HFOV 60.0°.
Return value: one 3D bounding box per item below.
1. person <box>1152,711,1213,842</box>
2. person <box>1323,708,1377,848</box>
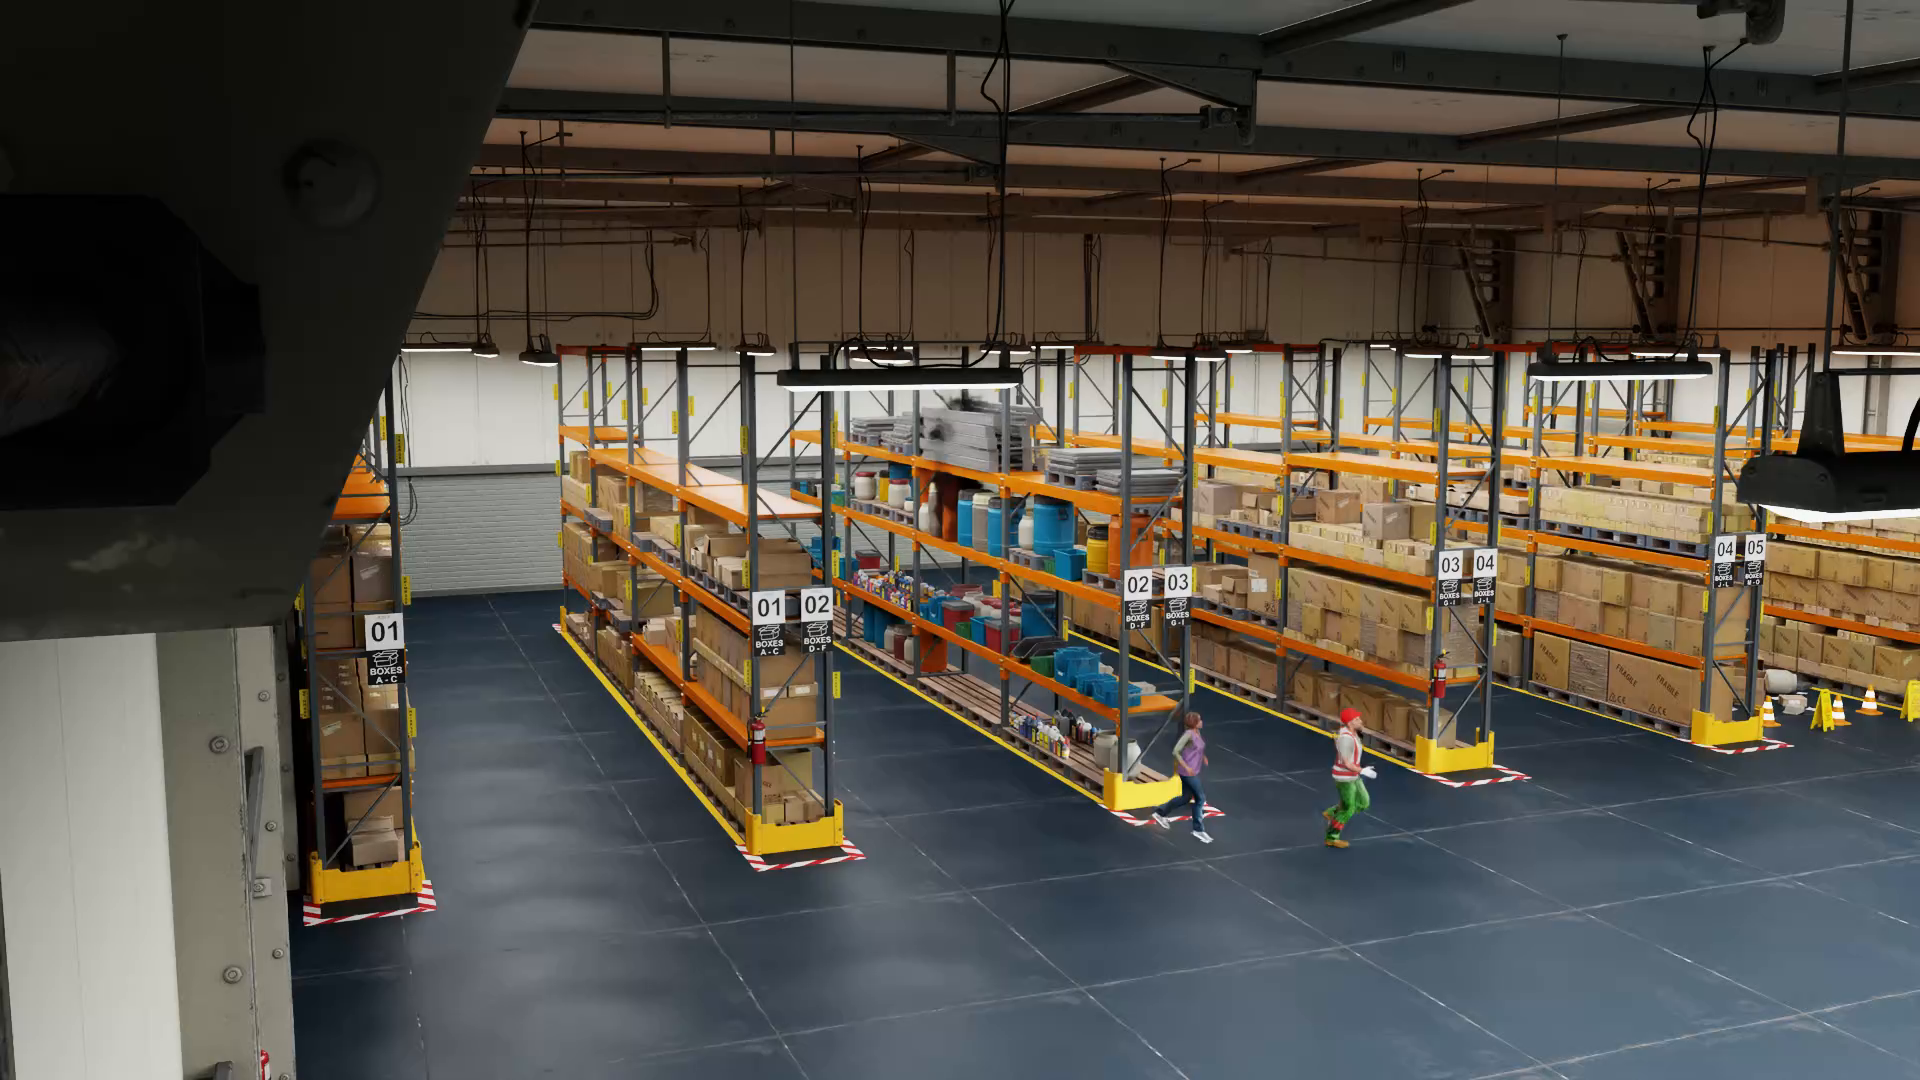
[{"bbox_3d":[2.793,2.920,20.716,0.775,1.616,0.552,2,8,15],"label":"person"},{"bbox_3d":[4.774,2.896,20.325,0.657,1.736,0.683,3,8,20],"label":"person"}]
